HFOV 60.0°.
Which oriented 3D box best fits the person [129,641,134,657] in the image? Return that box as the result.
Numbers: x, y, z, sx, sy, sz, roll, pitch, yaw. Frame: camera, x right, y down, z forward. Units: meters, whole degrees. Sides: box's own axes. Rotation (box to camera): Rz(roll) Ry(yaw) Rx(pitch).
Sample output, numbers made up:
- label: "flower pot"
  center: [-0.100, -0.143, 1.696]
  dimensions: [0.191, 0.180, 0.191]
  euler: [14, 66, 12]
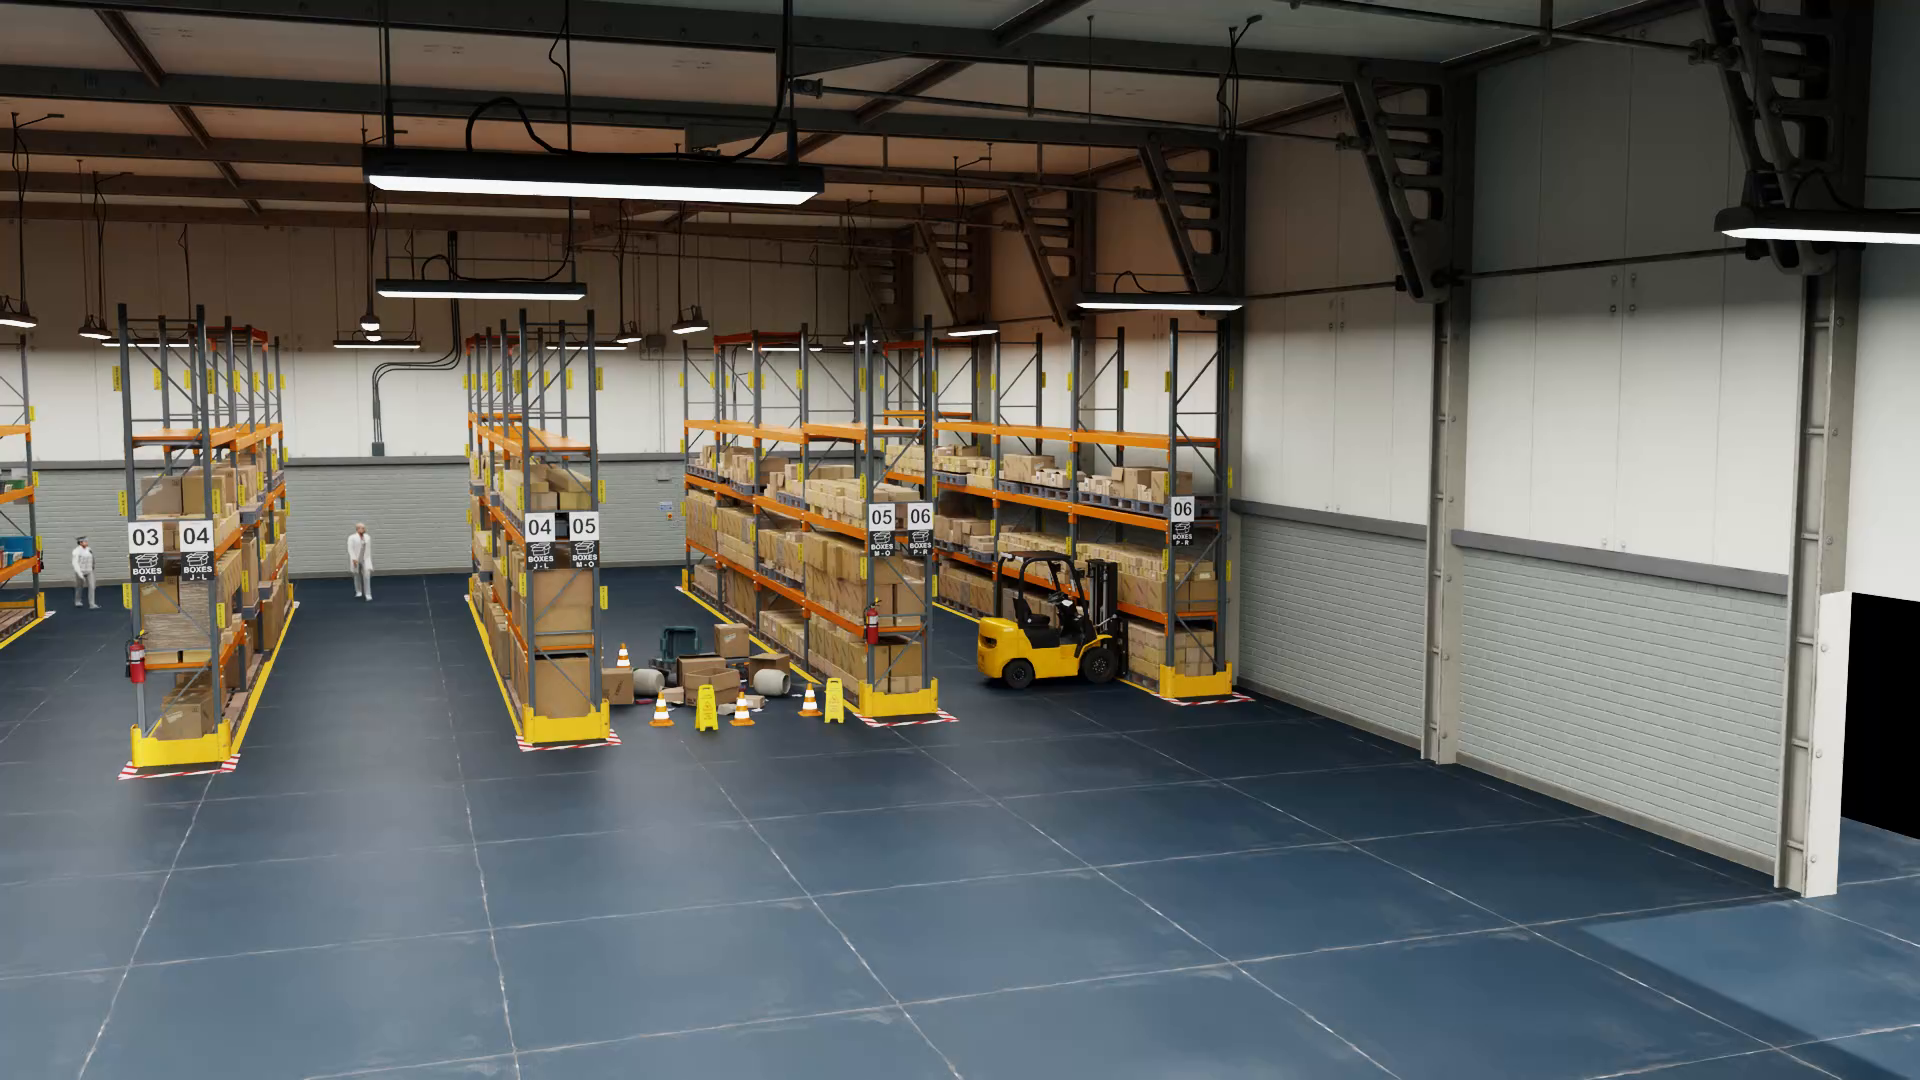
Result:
- label: "person"
  center: [-14.599, 1.401, 29.873]
  dimensions: [0.565, 1.585, 0.602]
  euler: [1, 6, 12]

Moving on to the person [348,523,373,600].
- label: "person"
  center: [-13.812, 0.484, 38.306]
  dimensions: [0.530, 1.730, 1.048]
  euler: [-2, 6, -22]

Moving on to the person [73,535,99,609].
- label: "person"
  center: [-19.344, 0.705, 36.690]
  dimensions: [0.449, 1.629, 0.959]
  euler: [-5, 7, -42]
